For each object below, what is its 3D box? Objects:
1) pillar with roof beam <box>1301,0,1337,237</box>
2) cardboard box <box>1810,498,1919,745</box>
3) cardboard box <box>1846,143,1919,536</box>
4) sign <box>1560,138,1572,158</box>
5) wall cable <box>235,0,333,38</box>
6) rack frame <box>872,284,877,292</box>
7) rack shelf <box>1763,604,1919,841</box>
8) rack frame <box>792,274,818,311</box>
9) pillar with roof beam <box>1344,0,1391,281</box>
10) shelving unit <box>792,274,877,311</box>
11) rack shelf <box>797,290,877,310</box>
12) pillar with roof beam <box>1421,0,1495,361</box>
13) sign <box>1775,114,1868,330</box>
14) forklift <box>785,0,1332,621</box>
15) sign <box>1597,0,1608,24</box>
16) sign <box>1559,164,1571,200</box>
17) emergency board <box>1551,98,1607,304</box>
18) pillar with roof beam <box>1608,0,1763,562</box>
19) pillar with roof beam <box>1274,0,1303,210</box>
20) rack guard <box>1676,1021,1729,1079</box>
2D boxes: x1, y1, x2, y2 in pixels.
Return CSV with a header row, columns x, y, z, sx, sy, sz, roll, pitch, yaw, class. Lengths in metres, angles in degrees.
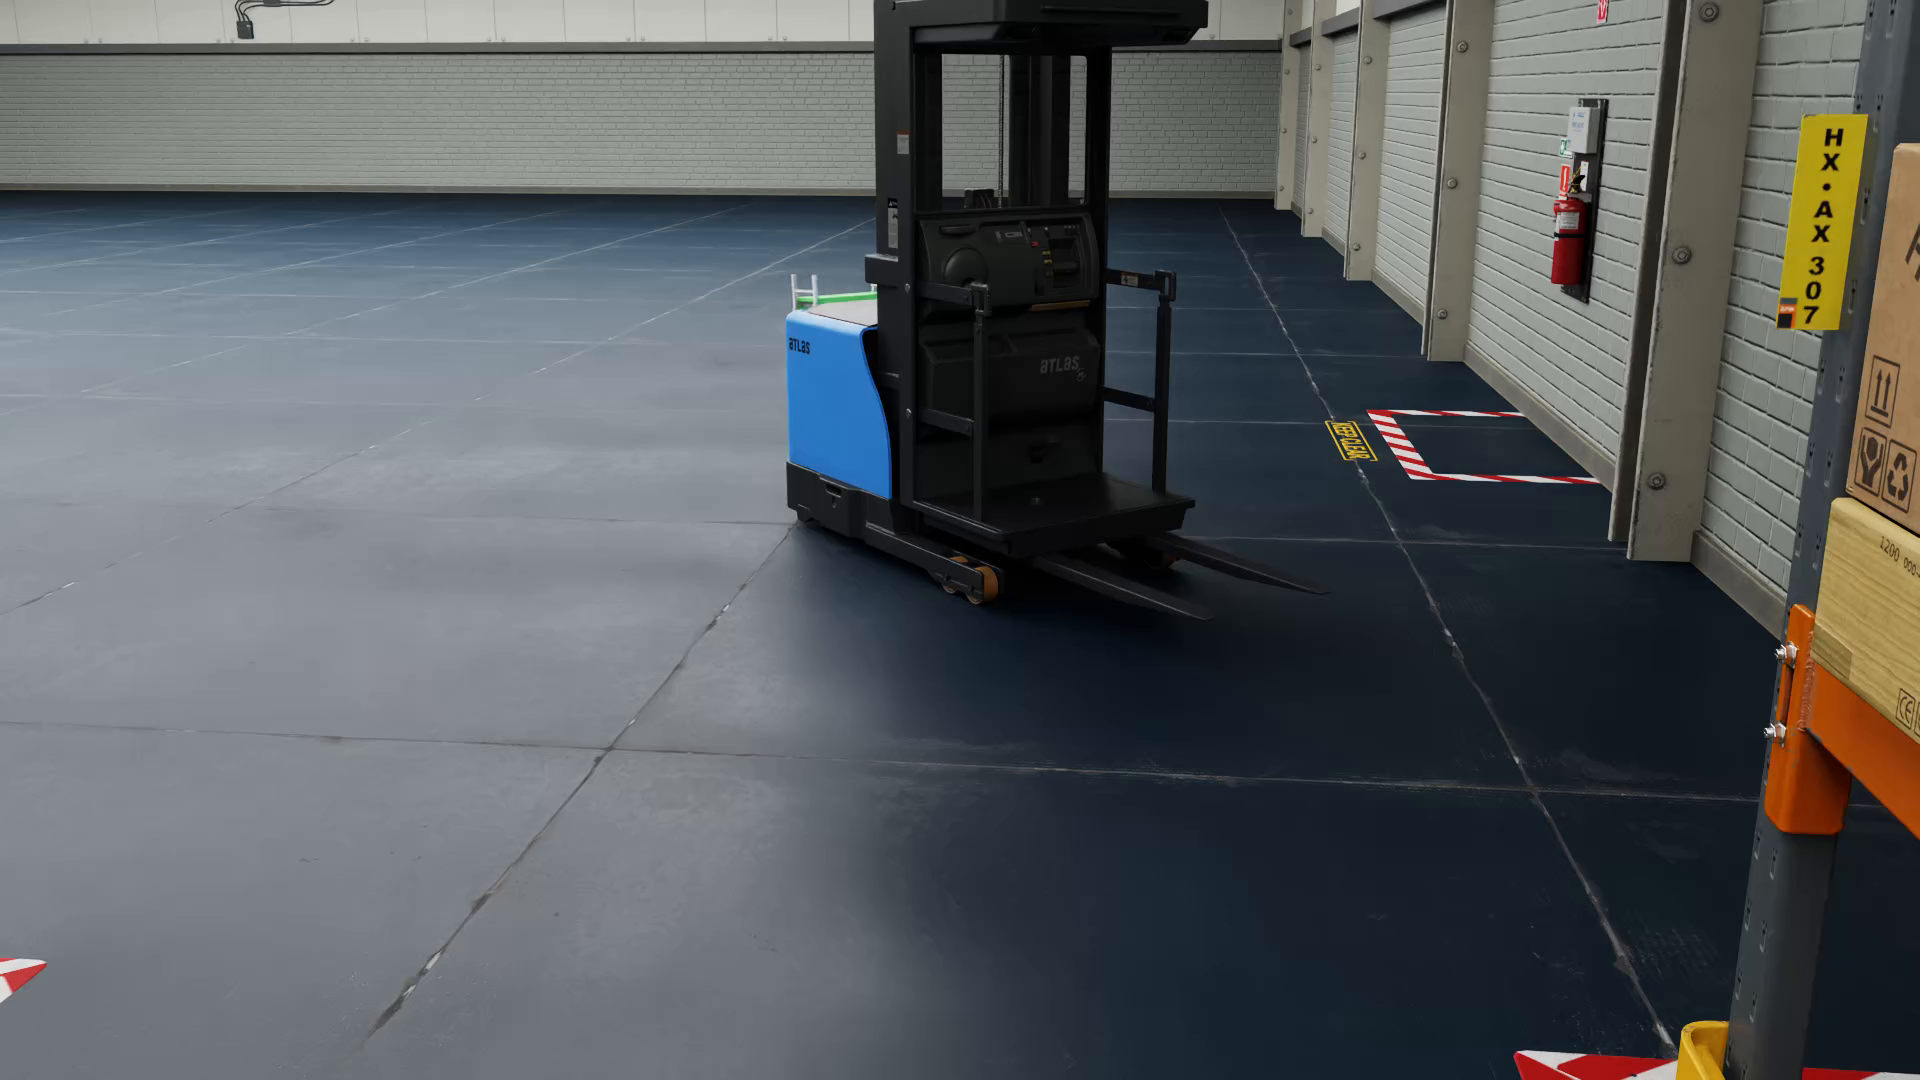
x,y,z,sx,sy,sz,roll,pitch,yaw,class
1.076,-9.092,24.548,9.100,9.000,0.400,2,15,6,pillar with roof beam
1.495,0.128,2.192,0.500,0.250,0.500,1,15,5,cardboard box
1.513,-0.236,2.102,0.500,0.500,0.500,2,15,6,cardboard box
3.795,-2.454,10.406,0.001,0.109,0.331,2,15,6,sign
-14.191,-13.533,34.454,2.305,6.003,0.169,2,15,6,wall cable
-0.382,-0.859,9.007,0.015,1.200,0.240,-10,14,-33,rack frame
1.639,0.814,0.784,1.077,0.370,4.000,2,15,6,rack shelf
-0.785,-0.787,8.741,0.015,1.200,0.240,-10,14,-33,rack frame
0.399,-7.536,18.793,9.100,9.000,0.400,2,15,6,pillar with roof beam
-0.583,-0.823,8.874,0.503,1.200,0.258,-10,14,-33,shelving unit
-0.600,-1.230,8.790,0.480,0.148,0.258,-10,14,-33,rack shelf
-0.278,-5.980,13.038,9.100,9.000,0.400,2,15,6,pillar with roof beam
1.326,-0.486,2.554,0.100,0.325,0.005,2,15,6,sign
0.351,-1.278,7.274,1.130,2.935,3.031,-10,18,-32,forklift
3.739,-3.159,9.658,0.001,0.298,0.199,2,15,6,sign
3.804,-2.199,10.478,0.001,0.329,0.234,2,15,6,sign
3.639,-2.041,9.964,0.194,1.169,0.643,2,15,6,emergency board
-0.955,-4.424,7.283,9.100,9.000,0.400,2,15,6,pillar with roof beam
1.753,-10.649,30.303,9.100,9.000,0.400,2,15,6,pillar with roof beam
1.857,1.174,2.862,1.175,0.500,0.348,2,15,6,rack guard
